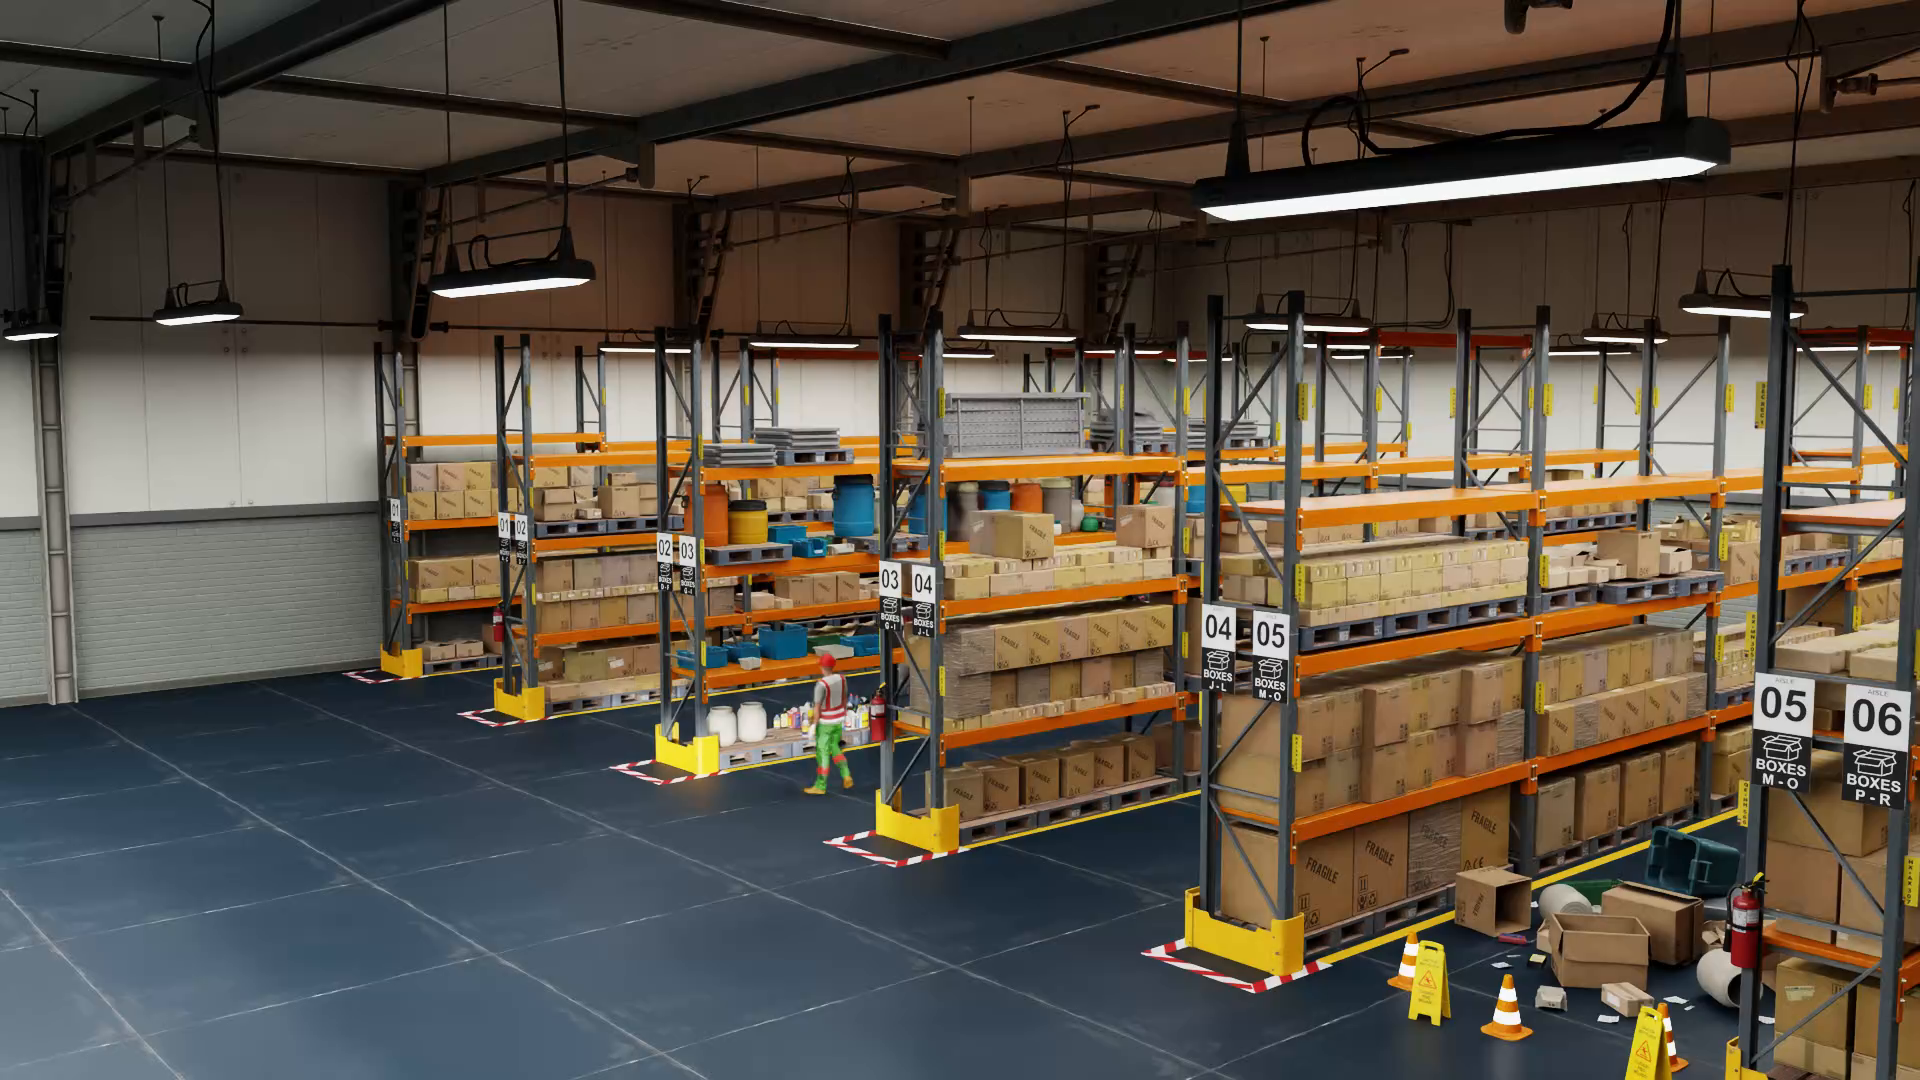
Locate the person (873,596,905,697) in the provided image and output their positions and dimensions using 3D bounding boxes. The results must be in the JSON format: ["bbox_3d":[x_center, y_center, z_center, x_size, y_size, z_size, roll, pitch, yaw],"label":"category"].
[{"bbox_3d":[-1.158,1.748,27.914,0.615,1.803,0.432,0,5,4],"label":"person"}]

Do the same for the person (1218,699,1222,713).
[{"bbox_3d":[4.116,2.032,25.356,0.612,1.648,0.514,3,6,31],"label":"person"}]

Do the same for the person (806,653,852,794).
[{"bbox_3d":[-1.673,2.343,21.238,0.494,1.822,0.631,2,6,21],"label":"person"}]
